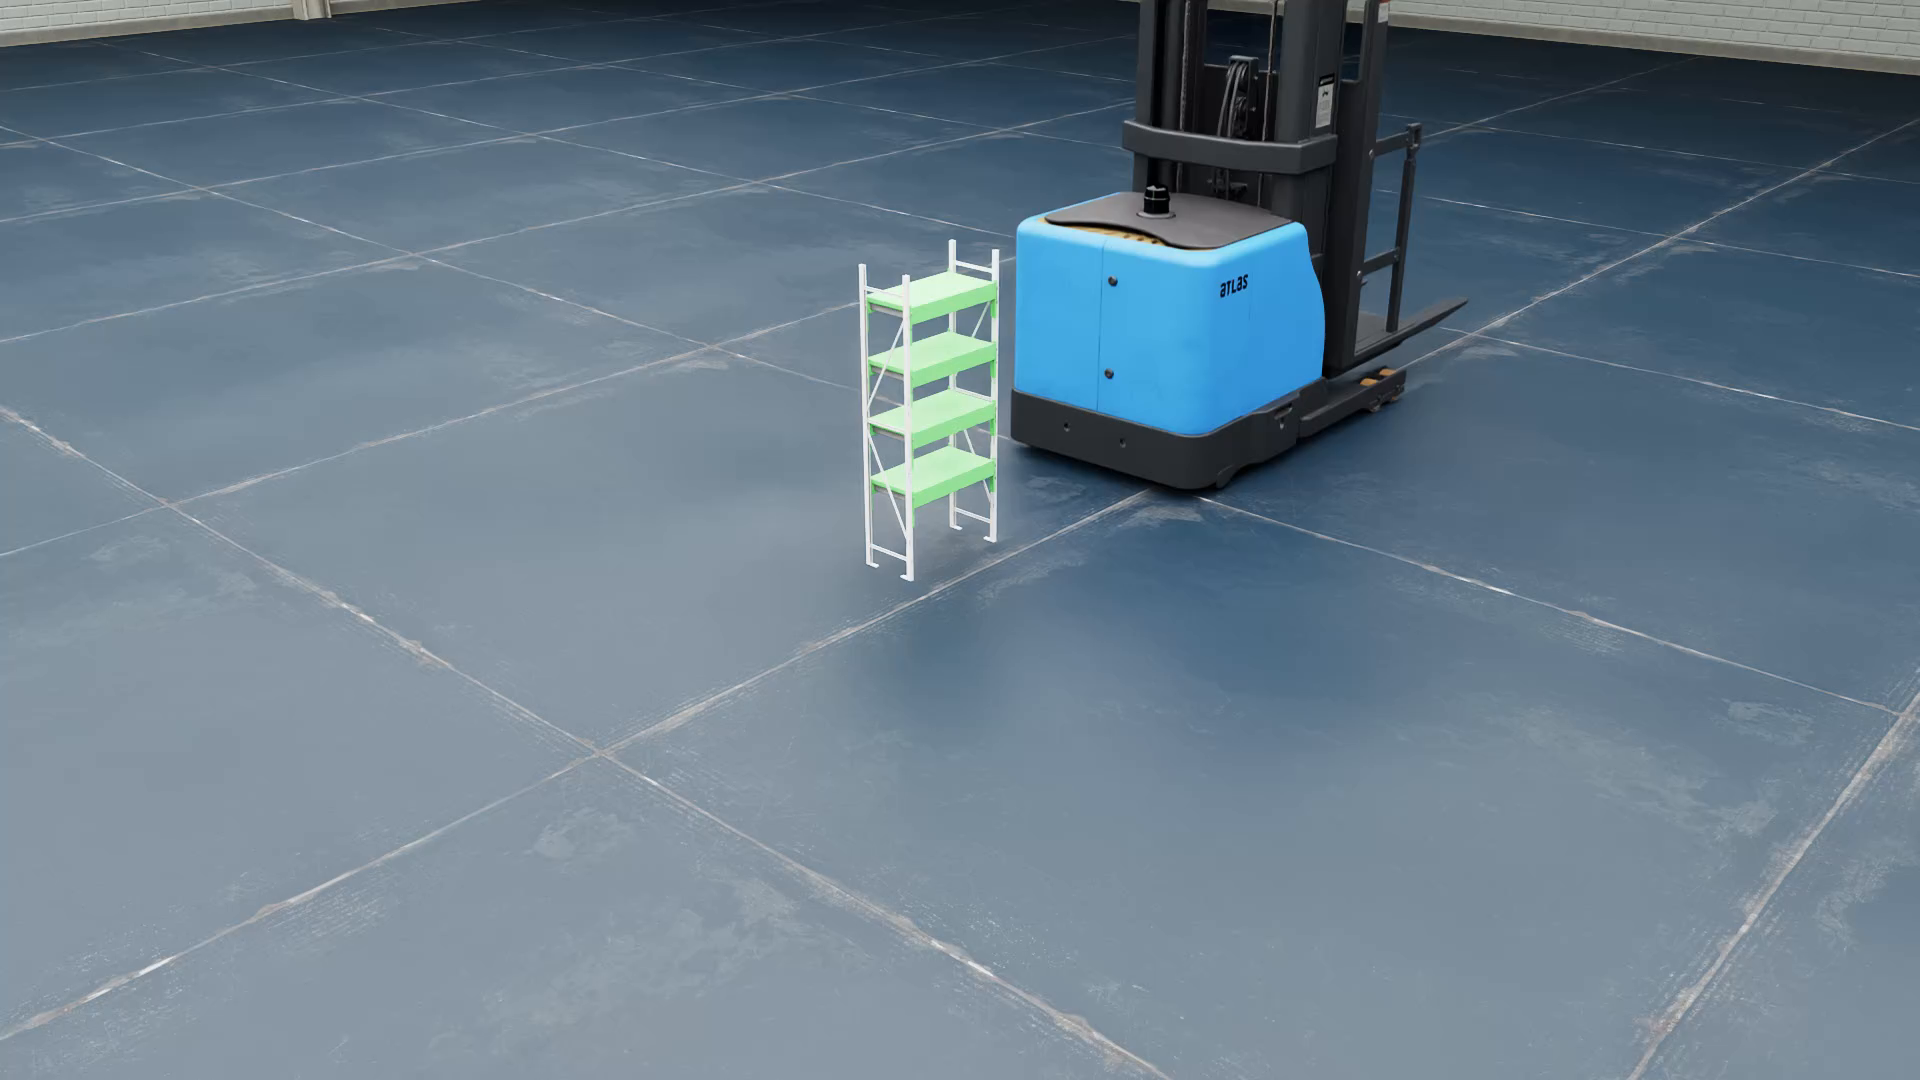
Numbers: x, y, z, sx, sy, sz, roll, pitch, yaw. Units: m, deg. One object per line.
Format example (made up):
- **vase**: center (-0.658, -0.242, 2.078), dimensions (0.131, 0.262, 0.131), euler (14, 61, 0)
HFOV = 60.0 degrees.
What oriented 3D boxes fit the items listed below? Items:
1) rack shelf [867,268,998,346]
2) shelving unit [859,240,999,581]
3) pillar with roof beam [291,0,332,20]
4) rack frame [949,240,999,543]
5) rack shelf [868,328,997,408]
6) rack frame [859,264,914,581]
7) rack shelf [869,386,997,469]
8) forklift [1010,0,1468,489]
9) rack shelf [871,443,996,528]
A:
- **rack shelf**: center (-0.110, -0.877, 6.222), dimensions (0.258, 0.148, 0.480), euler (20, 31, 38)
- **shelving unit**: center (-0.110, -0.497, 6.392), dimensions (0.258, 1.200, 0.503), euler (20, 31, 38)
- **pillar with roof beam**: center (-5.562, -10.002, 18.059), dimensions (9.100, 9.000, 0.400), euler (20, 31, 38)
- **rack frame**: center (0.052, -0.571, 6.558), dimensions (0.240, 1.200, 0.015), euler (20, 31, 38)
- **rack shelf**: center (-0.110, -0.658, 6.320), dimensions (0.258, 0.148, 0.480), euler (20, 31, 38)
- **rack frame**: center (-0.273, -0.423, 6.226), dimensions (0.240, 1.200, 0.015), euler (20, 31, 38)
- **rack shelf**: center (-0.110, -0.439, 6.418), dimensions (0.258, 0.148, 0.480), euler (20, 31, 38)
- **forklift**: center (1.568, -2.079, 7.805), dimensions (1.130, 2.935, 3.031), euler (19, 30, 36)
- **rack shelf**: center (-0.110, -0.220, 6.516), dimensions (0.258, 0.148, 0.480), euler (20, 31, 38)
